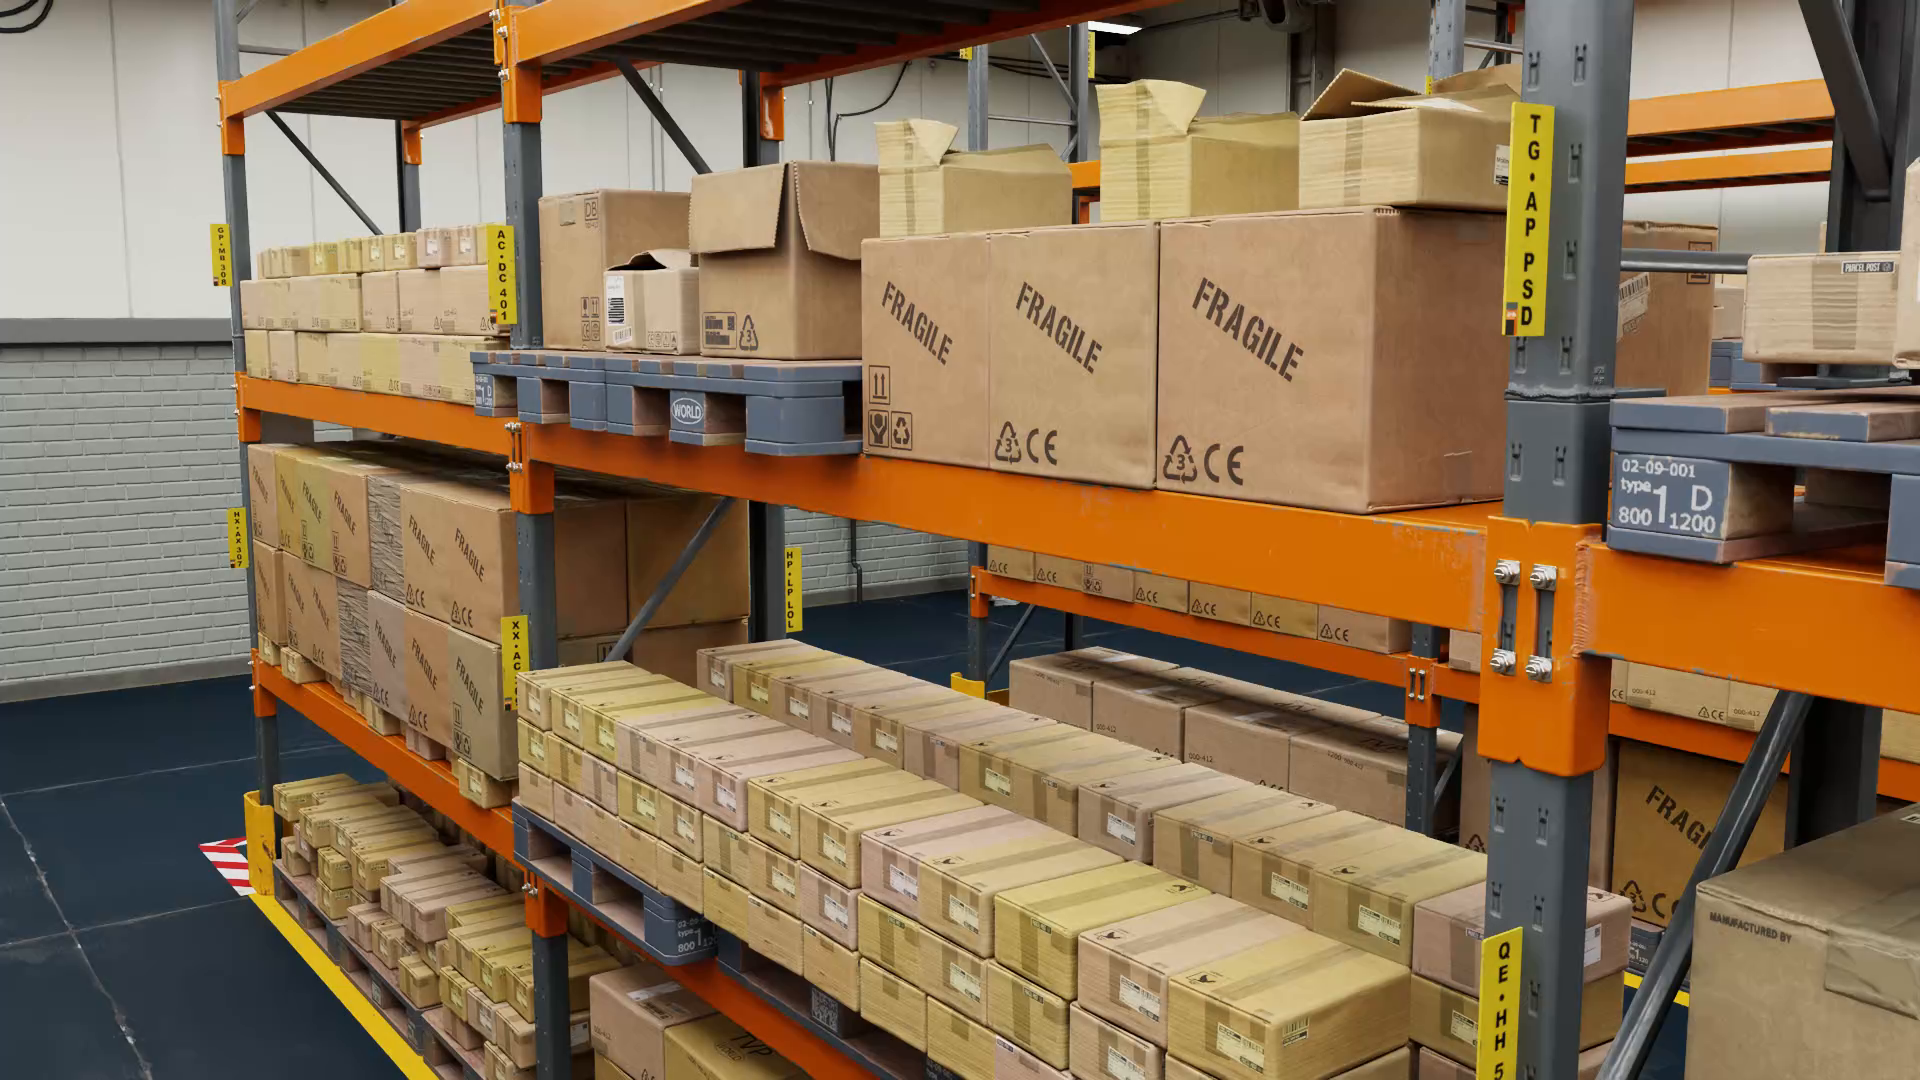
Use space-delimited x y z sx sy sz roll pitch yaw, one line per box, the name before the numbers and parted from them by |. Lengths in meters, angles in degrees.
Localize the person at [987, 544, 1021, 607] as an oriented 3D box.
person | 0.360 -0.180 18.062 0.460 1.760 0.634 -6 10 -39
